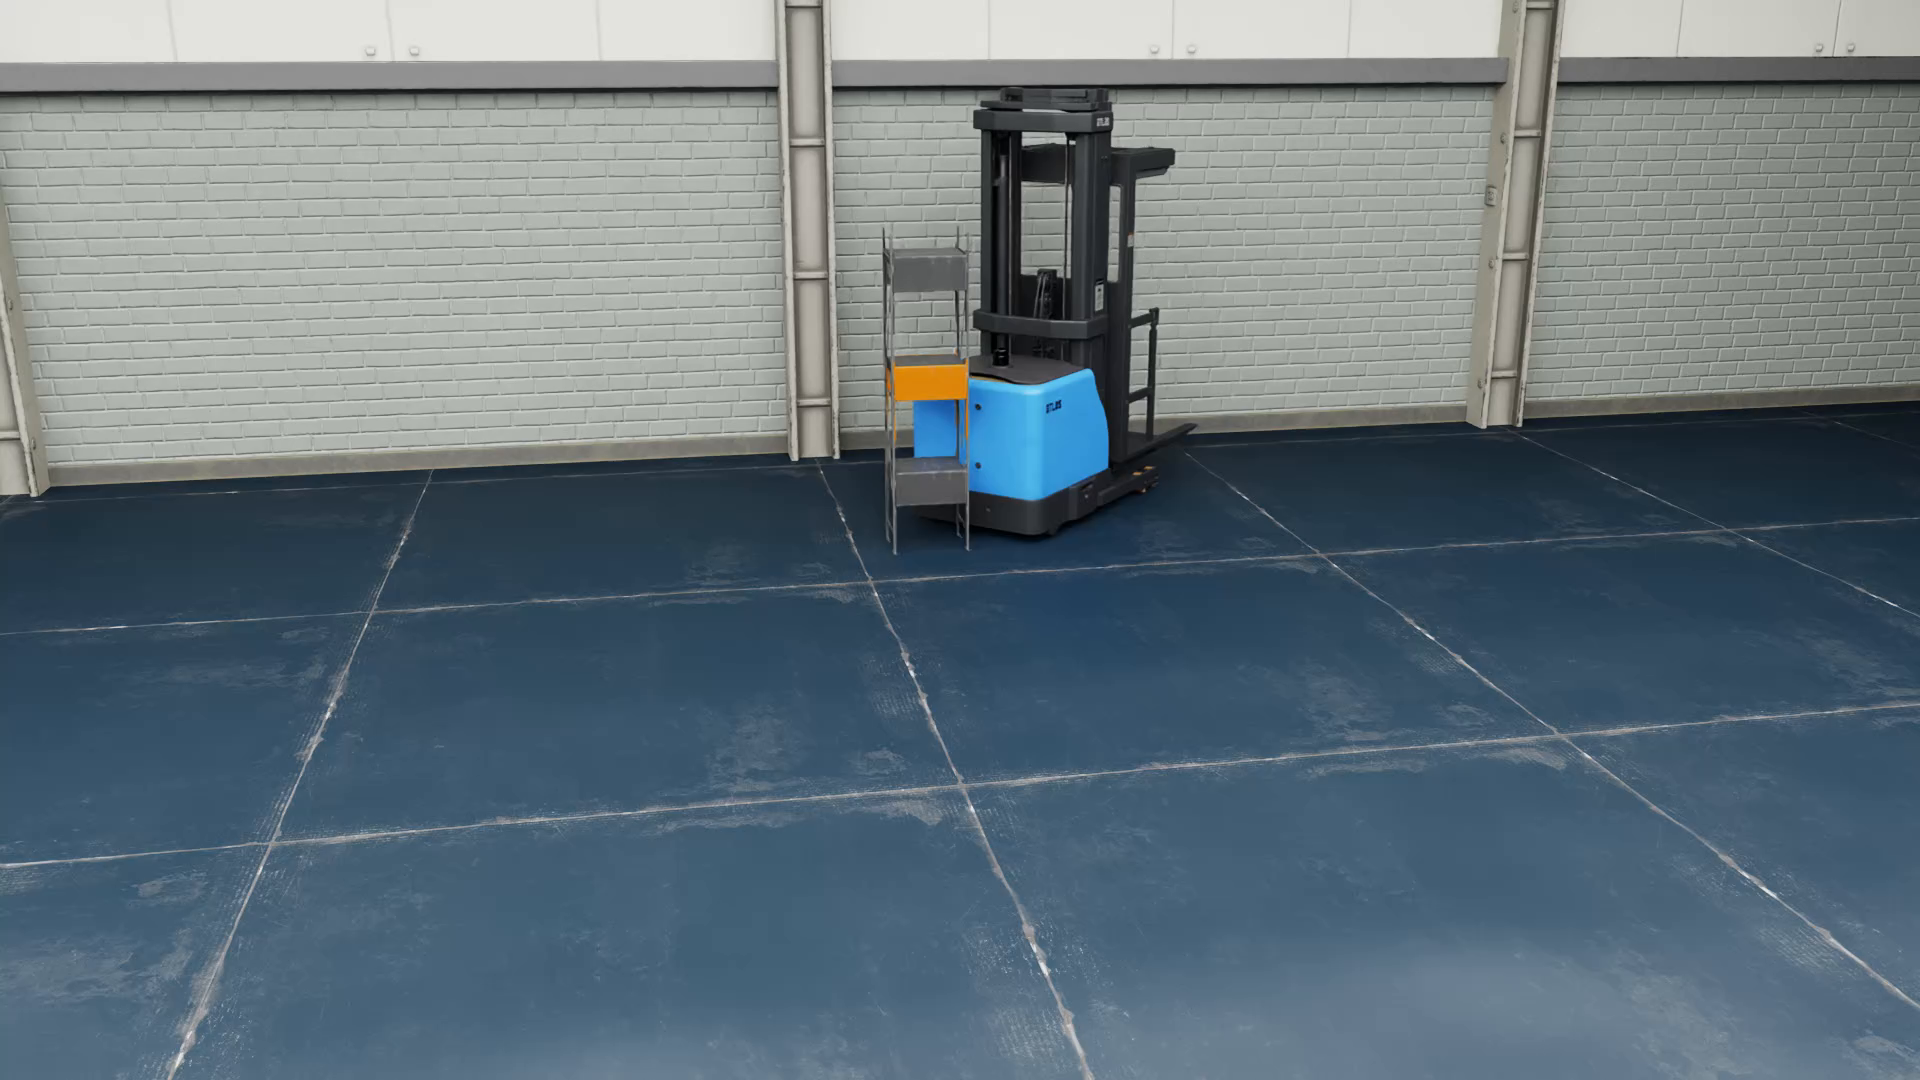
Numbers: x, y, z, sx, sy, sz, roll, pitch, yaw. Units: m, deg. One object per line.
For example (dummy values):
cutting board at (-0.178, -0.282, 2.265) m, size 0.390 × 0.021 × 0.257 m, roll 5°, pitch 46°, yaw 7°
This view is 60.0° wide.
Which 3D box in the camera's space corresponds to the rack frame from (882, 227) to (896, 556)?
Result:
rack frame at (-0.462, -0.957, 10.851) m, size 0.015 × 2.100 × 0.400 m, roll -3°, pitch 17°, yaw -10°

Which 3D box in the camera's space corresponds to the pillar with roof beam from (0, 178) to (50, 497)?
pillar with roof beam at (-6.266, -3.420, 7.121) m, size 0.400 × 9.000 × 9.100 m, roll -3°, pitch 17°, yaw -10°

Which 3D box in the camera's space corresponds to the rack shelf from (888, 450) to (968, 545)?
rack shelf at (-0.222, -0.287, 11.101) m, size 0.480 × 0.518 × 0.431 m, roll -3°, pitch 17°, yaw -10°

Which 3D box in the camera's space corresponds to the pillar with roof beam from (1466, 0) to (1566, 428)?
pillar with roof beam at (5.516, -4.089, 9.297) m, size 0.400 × 9.000 × 9.100 m, roll -3°, pitch 17°, yaw -10°

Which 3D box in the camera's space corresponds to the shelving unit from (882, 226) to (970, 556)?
shelving unit at (-0.222, -0.969, 10.892) m, size 0.503 × 2.100 × 0.431 m, roll -3°, pitch 17°, yaw -10°

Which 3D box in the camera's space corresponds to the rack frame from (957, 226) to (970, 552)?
rack frame at (0.019, -0.982, 10.932) m, size 0.015 × 2.100 × 0.400 m, roll -3°, pitch 17°, yaw -10°

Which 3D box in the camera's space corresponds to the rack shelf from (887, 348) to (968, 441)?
rack shelf at (-0.222, -0.956, 10.896) m, size 0.480 × 0.518 × 0.431 m, roll -3°, pitch 17°, yaw -10°

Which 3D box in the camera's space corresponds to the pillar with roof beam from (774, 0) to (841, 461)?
pillar with roof beam at (-0.375, -3.754, 8.209) m, size 0.400 × 9.000 × 9.100 m, roll -3°, pitch 17°, yaw -10°

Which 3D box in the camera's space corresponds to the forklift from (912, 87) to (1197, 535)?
forklift at (0.867, -1.812, 12.220) m, size 1.130 × 2.935 × 3.031 m, roll 10°, pitch 20°, yaw 30°

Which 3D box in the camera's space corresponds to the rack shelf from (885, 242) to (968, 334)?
rack shelf at (-0.222, -1.626, 10.690) m, size 0.480 × 0.518 × 0.431 m, roll -3°, pitch 17°, yaw -10°
